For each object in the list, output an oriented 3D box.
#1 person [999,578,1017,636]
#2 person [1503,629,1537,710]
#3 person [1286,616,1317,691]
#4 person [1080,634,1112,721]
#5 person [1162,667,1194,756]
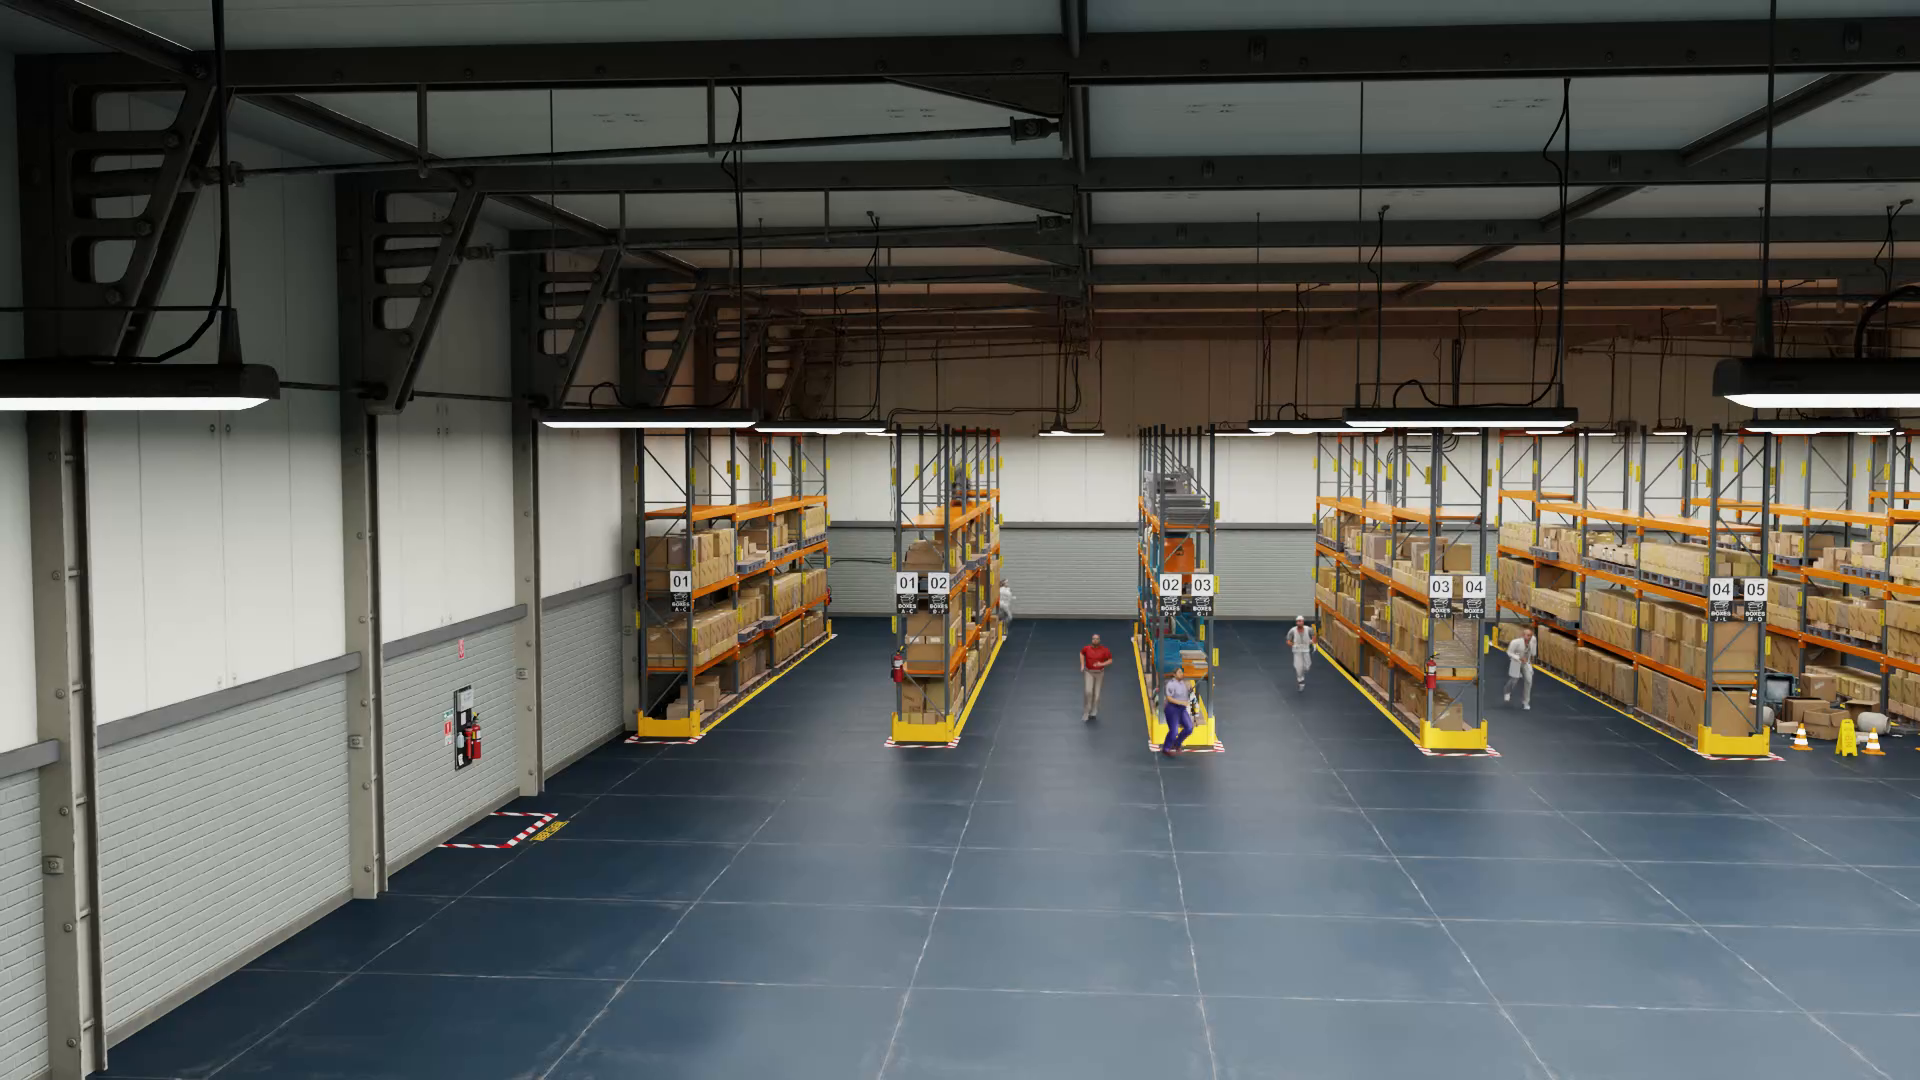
[{"bbox_3d":[1.327,1.953,48.394,0.664,1.724,0.612,2,4,28],"label":"person"},{"bbox_3d":[11.966,2.731,35.646,0.755,1.743,1.065,-1,4,-11],"label":"person"},{"bbox_3d":[7.759,2.572,37.701,0.709,1.730,0.657,0,3,1],"label":"person"},{"bbox_3d":[2.786,2.805,34.035,0.663,1.786,0.701,0,3,6],"label":"person"},{"bbox_3d":[3.939,3.094,29.902,0.630,1.641,0.641,3,5,44],"label":"person"}]
